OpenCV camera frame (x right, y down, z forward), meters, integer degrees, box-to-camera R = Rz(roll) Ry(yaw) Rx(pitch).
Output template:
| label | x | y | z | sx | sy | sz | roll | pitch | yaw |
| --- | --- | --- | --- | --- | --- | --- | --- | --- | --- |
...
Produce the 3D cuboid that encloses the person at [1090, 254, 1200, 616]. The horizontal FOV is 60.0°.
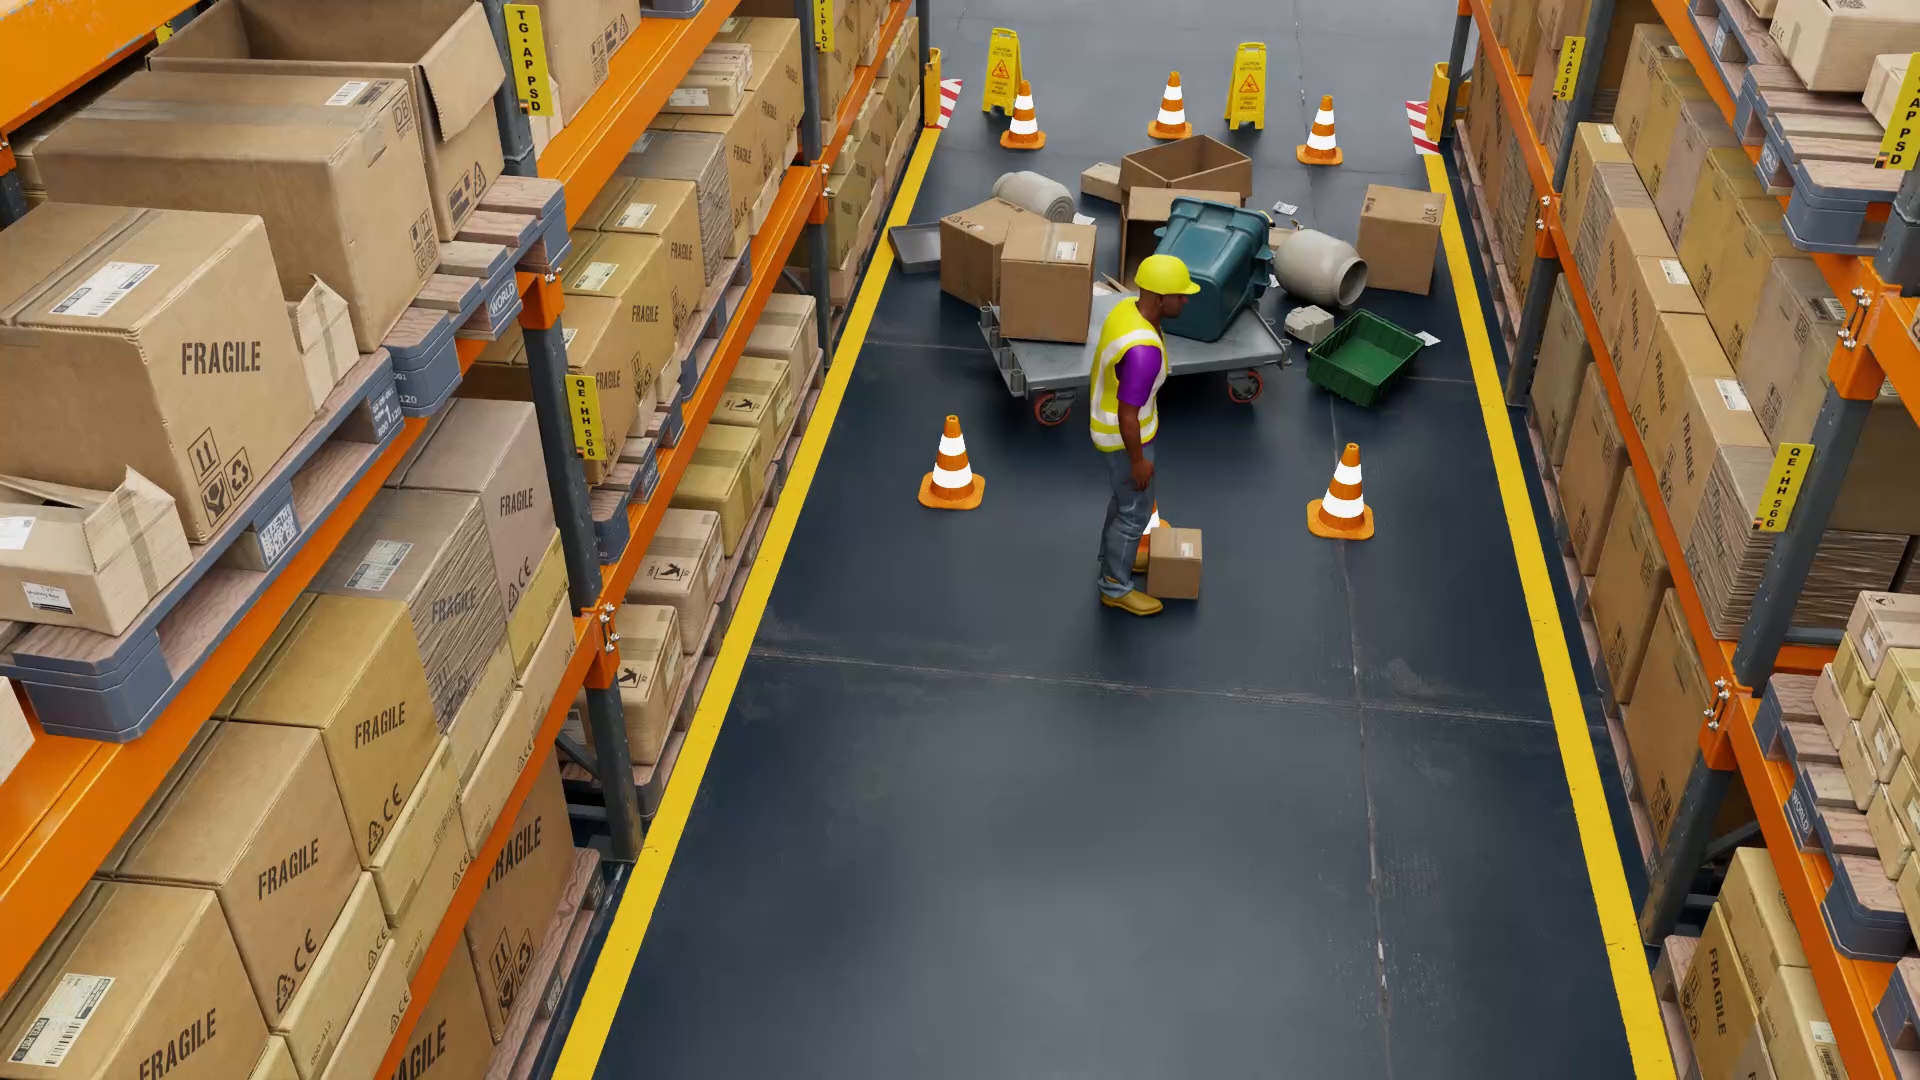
| label | x | y | z | sx | sy | sz | roll | pitch | yaw |
| --- | --- | --- | --- | --- | --- | --- | --- | --- | --- |
| person | 0.823 | -0.509 | 7.729 | 0.462 | 1.759 | 0.627 | 3 | 36 | 4 |
